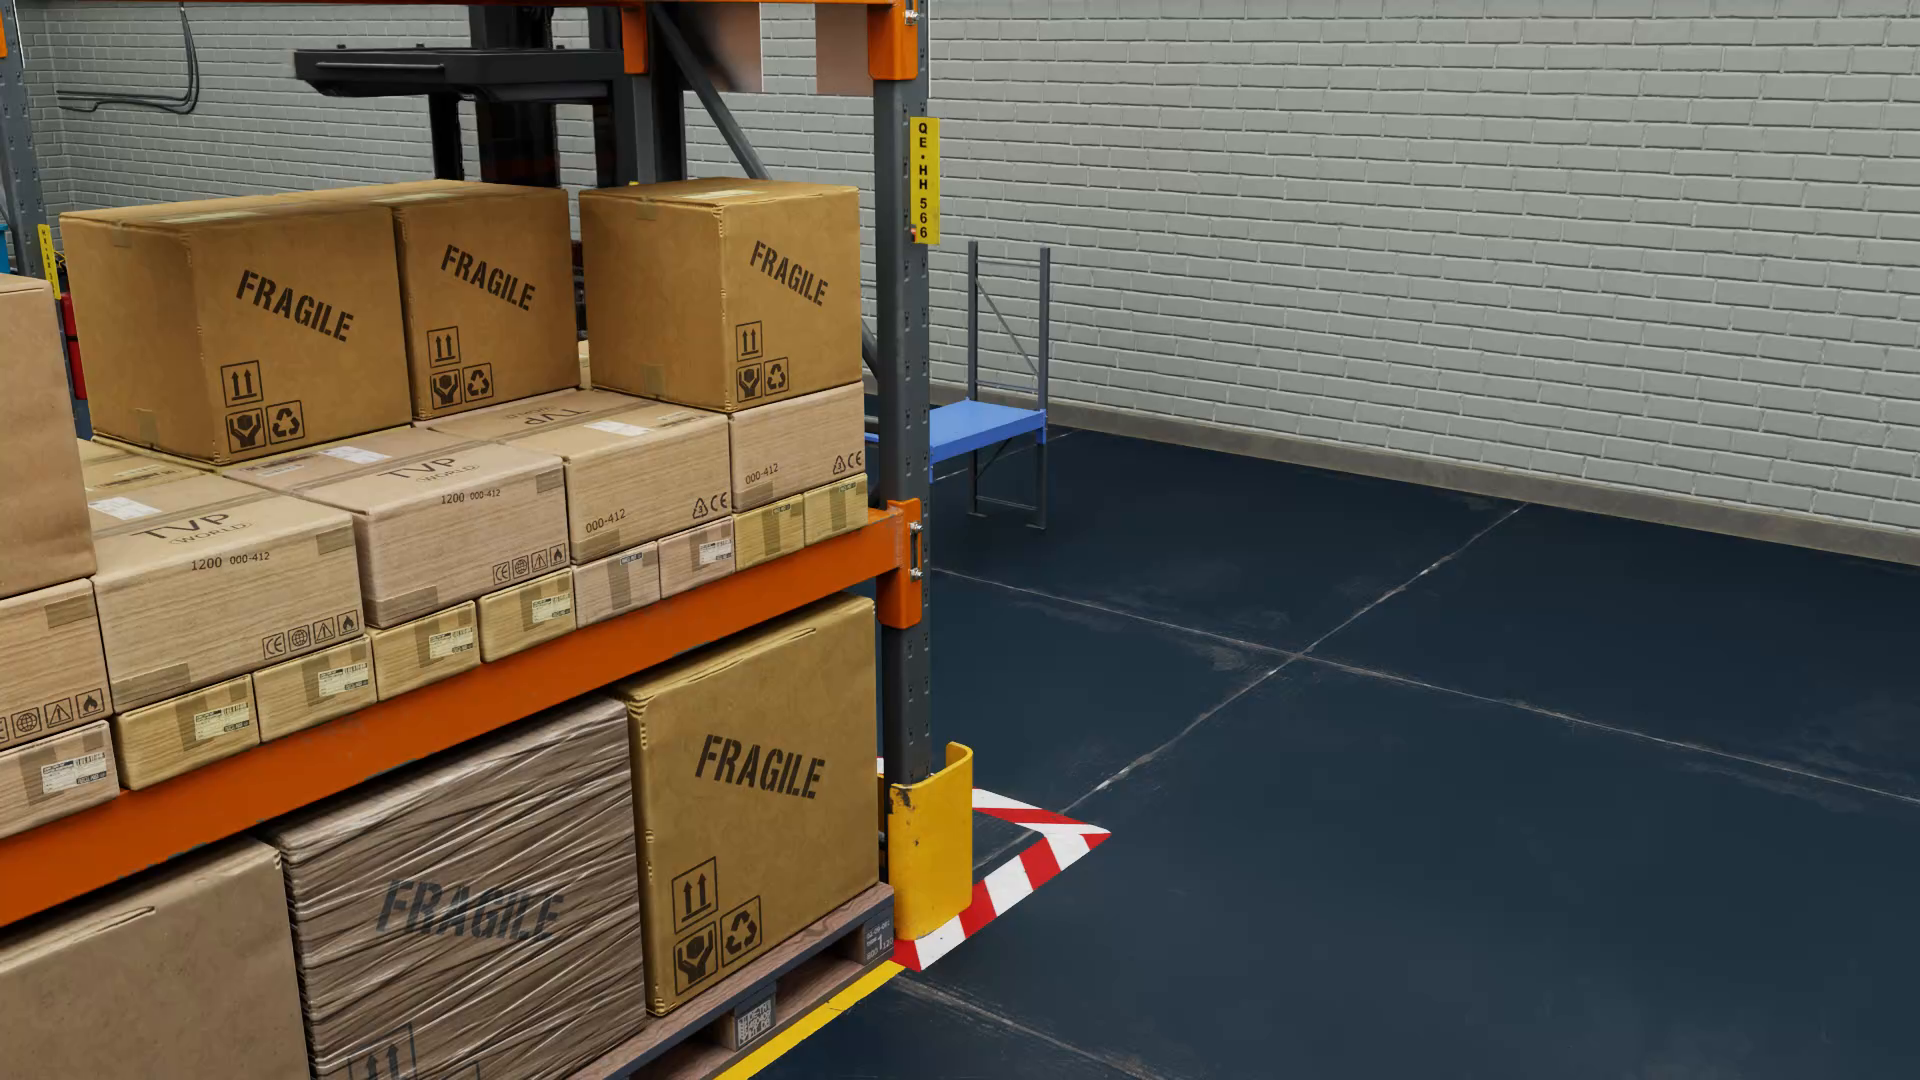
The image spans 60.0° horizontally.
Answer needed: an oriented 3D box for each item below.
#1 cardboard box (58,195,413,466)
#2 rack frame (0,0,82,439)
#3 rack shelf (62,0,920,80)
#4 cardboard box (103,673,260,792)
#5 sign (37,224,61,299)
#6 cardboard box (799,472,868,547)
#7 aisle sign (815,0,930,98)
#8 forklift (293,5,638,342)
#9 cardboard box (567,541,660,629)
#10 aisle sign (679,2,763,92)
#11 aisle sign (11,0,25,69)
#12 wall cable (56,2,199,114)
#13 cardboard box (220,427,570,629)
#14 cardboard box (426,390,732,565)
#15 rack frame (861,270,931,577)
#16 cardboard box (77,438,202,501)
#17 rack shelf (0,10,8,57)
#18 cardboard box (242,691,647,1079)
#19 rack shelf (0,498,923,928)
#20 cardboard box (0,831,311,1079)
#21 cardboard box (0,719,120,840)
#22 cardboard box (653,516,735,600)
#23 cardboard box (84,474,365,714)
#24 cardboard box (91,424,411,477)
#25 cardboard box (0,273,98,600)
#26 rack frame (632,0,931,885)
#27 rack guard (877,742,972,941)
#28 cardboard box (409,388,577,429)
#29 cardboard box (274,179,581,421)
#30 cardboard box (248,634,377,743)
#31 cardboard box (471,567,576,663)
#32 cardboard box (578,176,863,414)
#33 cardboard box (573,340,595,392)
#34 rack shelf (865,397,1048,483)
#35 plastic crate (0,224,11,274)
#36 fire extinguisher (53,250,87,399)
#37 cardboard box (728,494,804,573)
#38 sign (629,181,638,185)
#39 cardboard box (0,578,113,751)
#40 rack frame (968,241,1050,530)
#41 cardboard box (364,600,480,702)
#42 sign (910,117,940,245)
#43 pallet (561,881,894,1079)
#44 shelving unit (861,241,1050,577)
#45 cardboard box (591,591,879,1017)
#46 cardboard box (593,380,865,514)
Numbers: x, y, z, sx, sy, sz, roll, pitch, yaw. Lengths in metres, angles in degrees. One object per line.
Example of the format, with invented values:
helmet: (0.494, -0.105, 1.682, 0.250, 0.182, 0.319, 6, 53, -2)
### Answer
cardboard box: (-1.627, -0.495, 3.766, 0.500, 0.500, 0.500, 12, 21, 33)
rack frame: (-4.500, -1.252, 7.716, 1.000, 3.000, 0.127, 12, 21, 35)
rack shelf: (-1.714, -0.989, 3.026, 1.077, 0.370, 4.000, 12, 21, 35)
cardboard box: (-1.535, 0.313, 3.101, 0.380, 0.149, 0.250, 12, 21, 33)
sign: (-4.048, -1.236, 7.392, 0.100, 0.325, 0.005, 12, 21, 35)
cardboard box: (-0.470, -0.113, 4.475, 0.380, 0.149, 0.250, 13, 21, 36)
aisle sign: (-0.238, -1.582, 4.397, 0.394, 0.787, 0.004, 12, 21, 35)
forklift: (-1.916, -0.955, 6.878, 1.130, 2.935, 3.031, 11, 20, 31)
cardboard box: (-0.924, 0.068, 3.891, 0.380, 0.149, 0.250, 13, 21, 36)
aisle sign: (-0.720, -1.688, 4.738, 0.394, 0.787, 0.004, 12, 21, 35)
aisle sign: (-4.222, -2.458, 7.219, 0.394, 0.787, 0.004, 12, 21, 35)
wall cable: (-8.799, -5.668, 17.059, 3.097, 2.526, 0.112, 12, 21, 35)
cardboard box: (-1.203, -0.043, 3.574, 0.500, 0.250, 0.500, 12, 21, 33)
cardboard box: (-0.901, -0.164, 3.965, 0.500, 0.250, 0.500, 12, 21, 34)
rack frame: (-0.354, -0.575, 8.066, 0.500, 1.500, 0.032, 12, 21, 35)
cardboard box: (-1.938, -0.011, 3.473, 0.500, 0.250, 0.500, 12, 21, 34)
rack shelf: (-5.692, -1.864, 5.844, 1.077, 0.370, 4.000, 12, 21, 35)
cardboard box: (-1.381, 0.821, 3.916, 0.875, 0.875, 0.875, 12, 21, 35)
rack shelf: (-1.714, 0.444, 3.471, 1.077, 0.370, 4.000, 12, 21, 35)
cardboard box: (-1.912, 1.033, 3.234, 0.875, 0.875, 0.875, 12, 21, 35)
cardboard box: (-1.690, 0.376, 2.899, 0.380, 0.149, 0.250, 13, 21, 35)
cardboard box: (-0.775, 0.009, 4.081, 0.380, 0.149, 0.250, 12, 21, 35)
cardboard box: (-1.511, 0.082, 3.172, 0.500, 0.250, 0.500, 12, 21, 35)
cardboard box: (-1.632, -0.136, 3.876, 0.500, 0.250, 0.500, 12, 21, 33)
cardboard box: (-1.809, -0.162, 2.694, 0.500, 0.500, 0.500, 12, 21, 33)
rack frame: (-0.522, -0.376, 4.898, 1.000, 3.000, 0.127, 12, 21, 35)
rack guard: (-0.508, 0.812, 5.287, 1.175, 0.500, 0.348, 12, 21, 35)
cardboard box: (-1.329, -0.255, 4.259, 0.500, 0.250, 0.500, 12, 21, 34)
cardboard box: (-1.323, -0.619, 4.167, 0.500, 0.500, 0.500, 12, 21, 33)
cardboard box: (-1.381, 0.251, 3.302, 0.380, 0.149, 0.250, 13, 21, 36)
cardboard box: (-1.077, 0.130, 3.691, 0.380, 0.149, 0.250, 12, 21, 33)
cardboard box: (-0.601, -0.642, 4.242, 0.500, 0.500, 0.500, 13, 21, 35)
cardboard box: (-1.025, -0.380, 4.662, 0.500, 0.250, 0.500, 12, 21, 33)
rack shelf: (-0.051, -0.524, 8.509, 0.538, 0.185, 1.000, 12, 21, 35)
plastic crate: (-4.549, -1.184, 7.339, 0.616, 0.435, 0.499, 12, 21, 35)
fire extinguisher: (-4.045, -0.992, 7.640, 0.296, 0.674, 0.183, 12, 21, 35)
cardboard box: (-0.623, -0.051, 4.274, 0.380, 0.149, 0.250, 13, 21, 35)
sign: (-0.964, -0.927, 5.078, 0.100, 0.325, 0.005, 12, 21, 35)
cardboard box: (-1.811, 0.198, 2.799, 0.500, 0.250, 0.500, 13, 22, 36)
rack frame: (0.252, -0.817, 8.846, 0.500, 1.500, 0.032, 12, 21, 35)
cardboard box: (-1.231, 0.192, 3.491, 0.380, 0.149, 0.250, 13, 21, 35)
sign: (-0.095, -0.943, 4.372, 0.100, 0.325, 0.005, 12, 21, 35)
pallet: (-0.936, 1.160, 4.654, 1.003, 0.211, 1.213, 12, 21, 35)
shelving unit: (-0.051, -0.696, 8.456, 0.538, 1.500, 1.048, 12, 21, 35)
cardboard box: (-0.839, 0.604, 4.614, 0.875, 0.875, 0.875, 12, 21, 35)
cardboard box: (-0.598, -0.284, 4.353, 0.500, 0.250, 0.500, 12, 21, 34)
